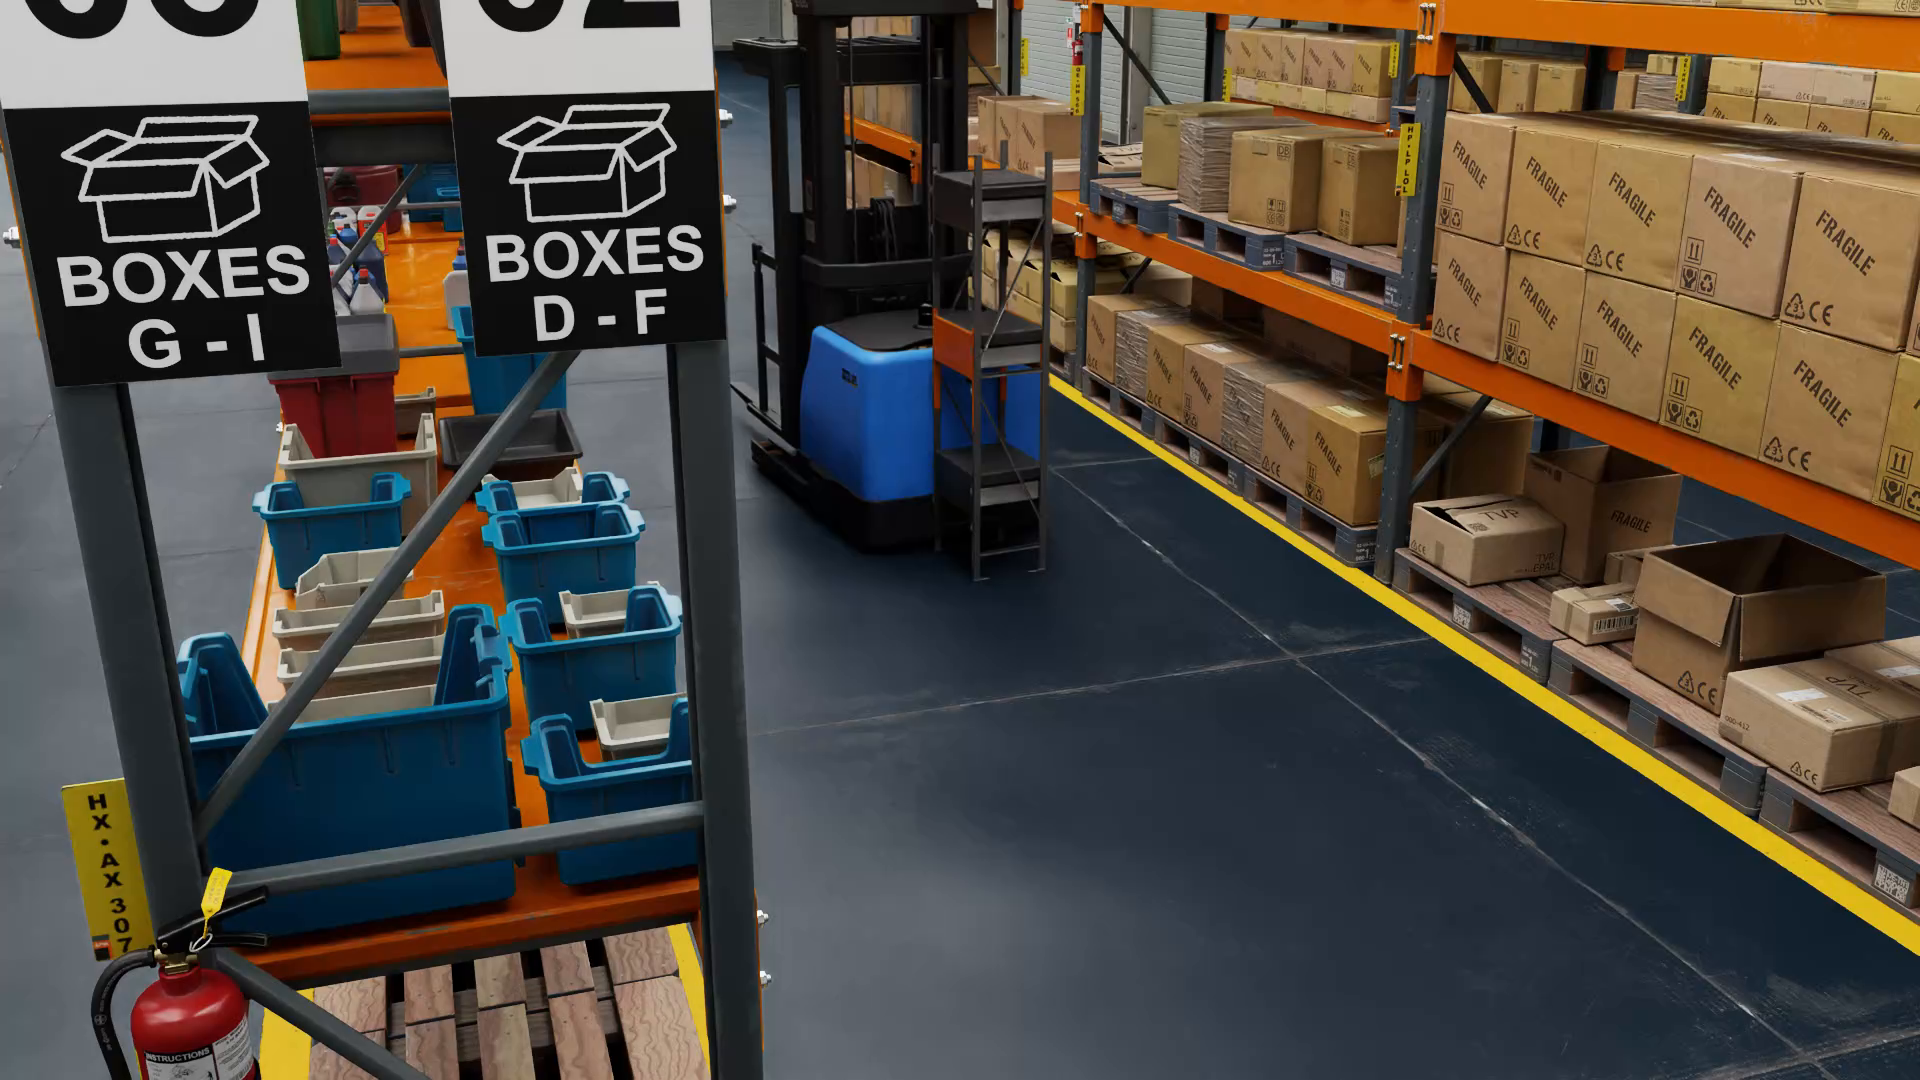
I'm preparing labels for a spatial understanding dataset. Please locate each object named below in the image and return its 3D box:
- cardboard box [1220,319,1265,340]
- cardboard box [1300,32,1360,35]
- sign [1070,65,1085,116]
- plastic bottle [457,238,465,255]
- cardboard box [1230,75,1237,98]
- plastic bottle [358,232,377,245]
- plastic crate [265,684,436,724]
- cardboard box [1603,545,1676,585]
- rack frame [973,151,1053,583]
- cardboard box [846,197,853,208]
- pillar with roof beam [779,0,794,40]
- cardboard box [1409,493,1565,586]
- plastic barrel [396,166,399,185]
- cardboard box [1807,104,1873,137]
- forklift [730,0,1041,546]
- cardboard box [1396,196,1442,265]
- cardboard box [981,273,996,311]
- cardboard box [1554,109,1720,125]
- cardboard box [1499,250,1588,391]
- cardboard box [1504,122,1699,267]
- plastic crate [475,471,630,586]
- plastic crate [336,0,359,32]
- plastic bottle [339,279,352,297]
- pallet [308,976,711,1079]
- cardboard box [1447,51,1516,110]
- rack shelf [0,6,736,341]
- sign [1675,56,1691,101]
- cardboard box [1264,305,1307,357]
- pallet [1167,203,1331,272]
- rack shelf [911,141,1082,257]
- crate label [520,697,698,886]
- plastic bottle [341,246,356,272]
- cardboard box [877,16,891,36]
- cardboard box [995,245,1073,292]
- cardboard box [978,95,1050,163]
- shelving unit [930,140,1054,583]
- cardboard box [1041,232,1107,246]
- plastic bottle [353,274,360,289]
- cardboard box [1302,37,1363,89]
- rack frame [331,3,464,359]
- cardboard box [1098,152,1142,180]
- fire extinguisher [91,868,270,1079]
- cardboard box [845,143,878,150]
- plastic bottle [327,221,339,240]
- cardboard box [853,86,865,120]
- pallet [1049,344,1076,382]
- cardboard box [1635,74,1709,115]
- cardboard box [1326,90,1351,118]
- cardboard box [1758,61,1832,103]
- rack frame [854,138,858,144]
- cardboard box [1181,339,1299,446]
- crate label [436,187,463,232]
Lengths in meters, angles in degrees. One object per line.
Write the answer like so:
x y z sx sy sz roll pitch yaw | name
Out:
1.996 -1.126 10.660 0.500 0.500 0.500 -7 21 -19 | cardboard box
4.169 -5.466 18.781 0.500 0.500 0.500 -7 21 -19 | cardboard box
0.791 -3.021 11.178 0.100 0.325 0.005 -6 21 -17 | sign
-2.574 -1.431 8.635 0.061 0.283 0.133 -6 21 -17 | plastic bottle
3.356 -5.380 19.649 0.500 0.250 0.500 -7 21 -19 | cardboard box
-3.300 -1.615 9.271 0.097 0.201 0.097 0 20 0 | plastic bottle
-1.300 0.409 3.641 0.396 0.136 0.243 -6 21 -17 | plastic crate
3.197 0.148 7.632 0.380 0.149 0.250 -6 21 -17 | cardboard box
0.249 -0.802 8.044 0.400 2.100 0.015 -9 21 -23 | rack frame
-0.923 -3.491 17.645 0.500 0.250 0.500 -6 21 -17 | cardboard box
-8.971 -17.492 44.303 9.100 9.000 0.400 -6 21 -17 | pillar with roof beam
2.501 -0.037 7.908 0.500 0.311 0.500 -6 21 -17 | cardboard box
-4.045 -2.507 11.292 0.421 0.512 0.421 0 20 0 | plastic barrel
6.239 -2.749 11.515 0.500 0.500 0.500 -6 21 -17 | cardboard box
-0.622 -1.809 9.617 1.130 2.935 3.031 -9 21 -23 | forklift
2.638 -1.673 8.369 0.700 0.500 0.500 -15 24 -35 | cardboard box
0.435 -2.074 13.701 0.500 0.250 0.500 -6 21 -16 | cardboard box
2.979 -1.636 7.406 0.500 0.500 0.500 -6 21 -17 | cardboard box
2.640 -0.943 6.958 0.500 0.500 0.500 -6 21 -16 | cardboard box
2.618 -1.424 6.816 0.500 0.500 0.500 -7 21 -19 | cardboard box
-1.145 -0.027 4.712 0.416 0.233 0.300 -6 21 -17 | plastic crate
-1.757 -1.368 4.242 0.437 0.136 0.530 -6 21 -17 | plastic crate
-2.834 -1.041 7.560 0.152 0.276 0.135 -6 21 -17 | plastic bottle
-1.095 1.599 4.151 1.003 0.211 1.213 -6 21 -17 | pallet
4.889 -4.435 16.027 0.700 0.500 0.500 -6 21 -17 | cardboard box
-1.501 -1.159 4.333 1.077 0.370 4.000 -6 21 -17 | rack shelf
5.506 -3.511 12.658 0.100 0.325 0.005 -6 21 -17 | sign
2.181 -1.299 10.034 0.500 0.250 0.500 -7 21 -18 | cardboard box
1.932 -1.823 9.837 1.003 0.211 1.213 -6 21 -17 | pallet
0.688 -2.840 13.449 1.077 0.370 4.000 -6 21 -17 | rack shelf
-0.637 0.492 3.268 0.416 0.233 0.303 -6 21 -17 | crate label
-3.122 -1.335 8.379 0.152 0.276 0.135 -6 21 -17 | plastic bottle
-0.403 -4.942 16.172 0.700 0.500 0.500 -6 21 -17 | cardboard box
0.593 -2.174 13.149 0.500 0.311 0.500 -7 21 -18 | cardboard box
0.451 -3.450 13.936 0.500 0.500 0.500 -5 20 -13 | cardboard box
0.149 -0.878 8.254 0.431 2.100 0.503 -9 21 -23 | shelving unit
0.938 -2.400 13.777 0.500 0.311 0.500 -7 21 -18 | cardboard box
-2.763 -1.101 7.734 0.097 0.271 0.097 0 20 0 | plastic bottle
4.008 -5.081 17.707 0.500 0.500 0.500 -7 21 -19 | cardboard box
-2.129 -0.728 6.505 1.000 3.000 0.127 -6 21 -17 | rack frame
1.244 -2.616 11.894 0.500 0.311 0.500 -5 20 -14 | cardboard box
-1.256 0.864 2.738 0.296 0.674 0.183 -6 21 -17 | fire extinguisher
-1.081 -4.004 17.964 0.500 0.500 0.500 -6 21 -17 | cardboard box
-3.413 -1.587 9.070 0.061 0.283 0.133 -6 21 -17 | plastic bottle
-0.743 -4.672 17.338 0.700 0.500 0.500 -6 21 -17 | cardboard box
1.095 -1.492 12.759 1.003 0.211 1.213 -6 21 -17 | pallet
5.861 -3.468 13.335 0.700 0.500 0.500 -9 22 -24 | cardboard box
4.176 -4.567 17.386 0.500 0.250 0.500 -6 21 -17 | cardboard box
6.086 -3.268 11.850 0.500 0.250 0.500 -7 21 -18 | cardboard box
-1.198 -5.104 18.688 1.000 3.000 0.127 -6 21 -17 | rack frame
1.680 -0.895 10.017 0.500 0.500 0.500 -7 21 -19 | cardboard box
-3.163 -2.108 10.595 0.303 0.233 0.416 -6 21 -17 | crate label
